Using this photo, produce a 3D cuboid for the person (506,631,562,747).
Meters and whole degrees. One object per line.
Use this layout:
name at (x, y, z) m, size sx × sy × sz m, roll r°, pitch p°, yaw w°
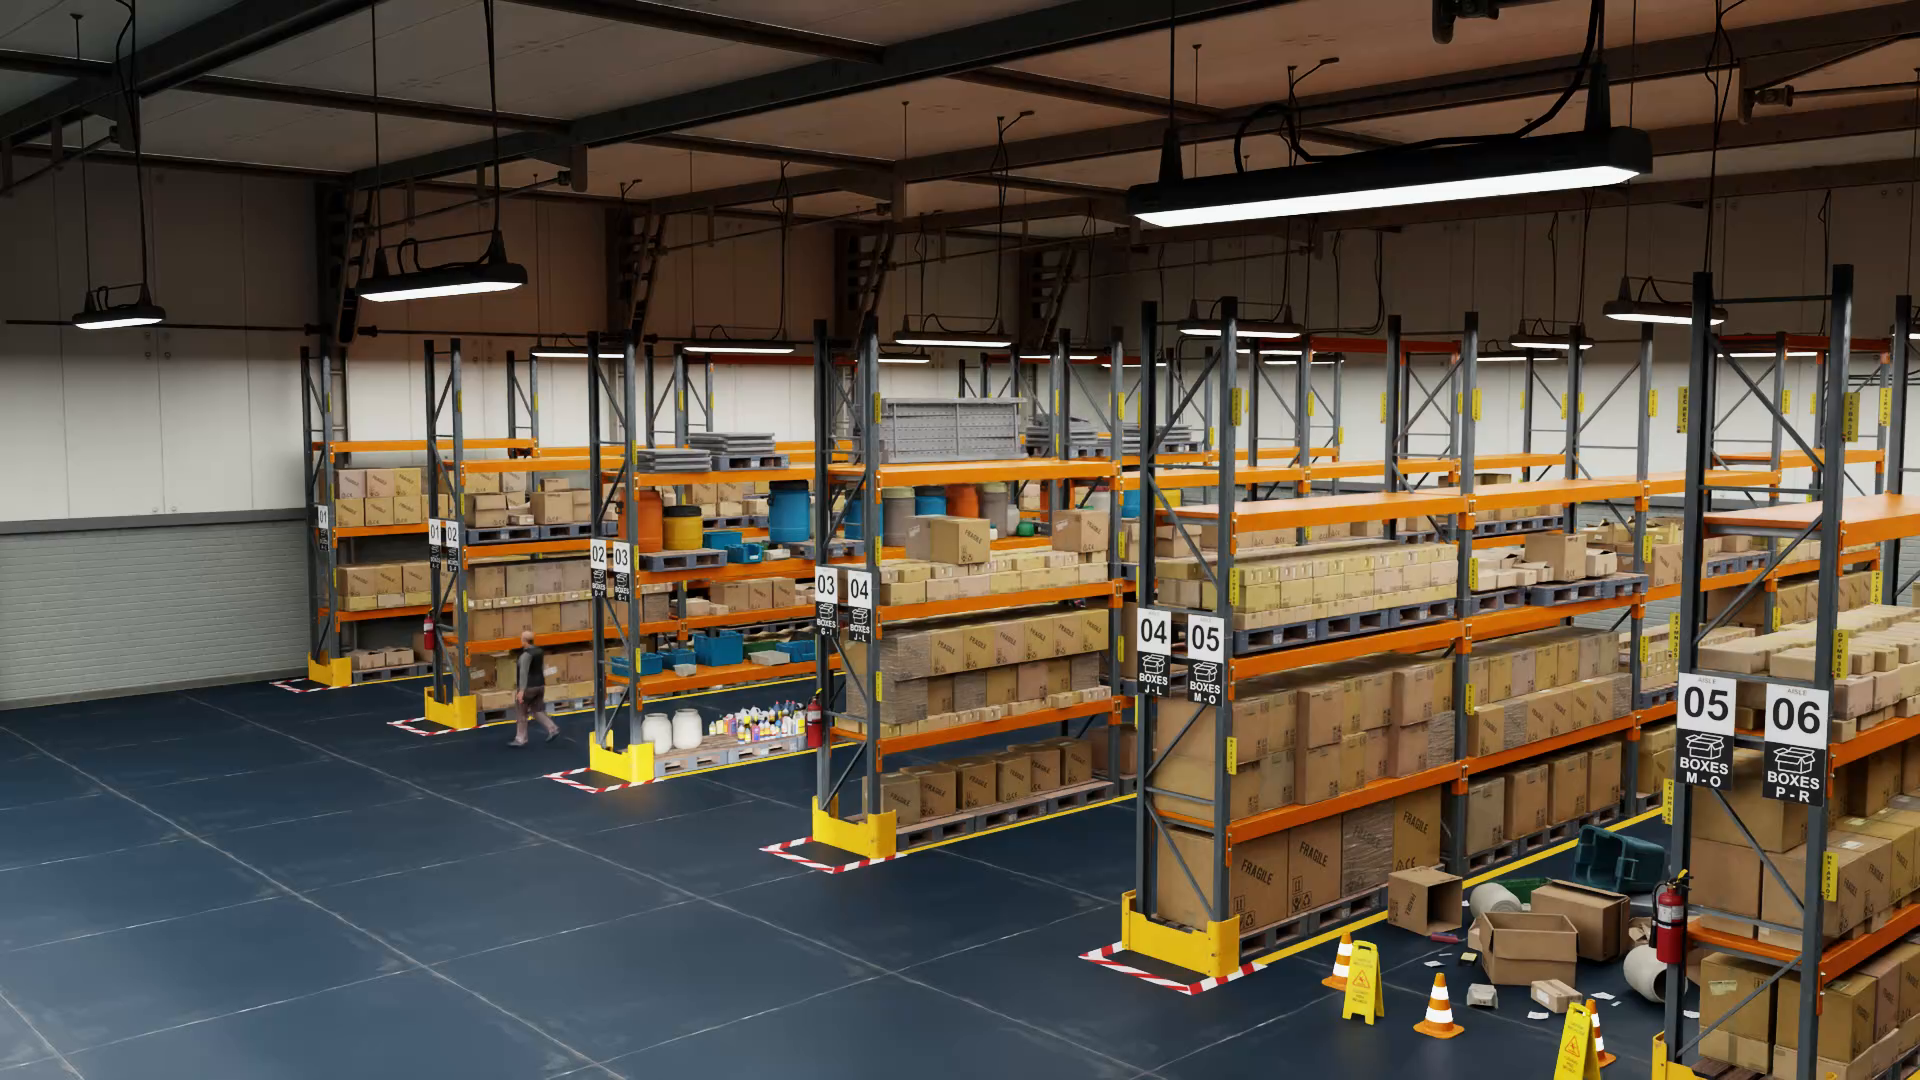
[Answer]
person at (-6.245, 2.178, 24.342) m, size 0.806 × 1.706 × 0.603 m, roll 2°, pitch 5°, yaw 22°
